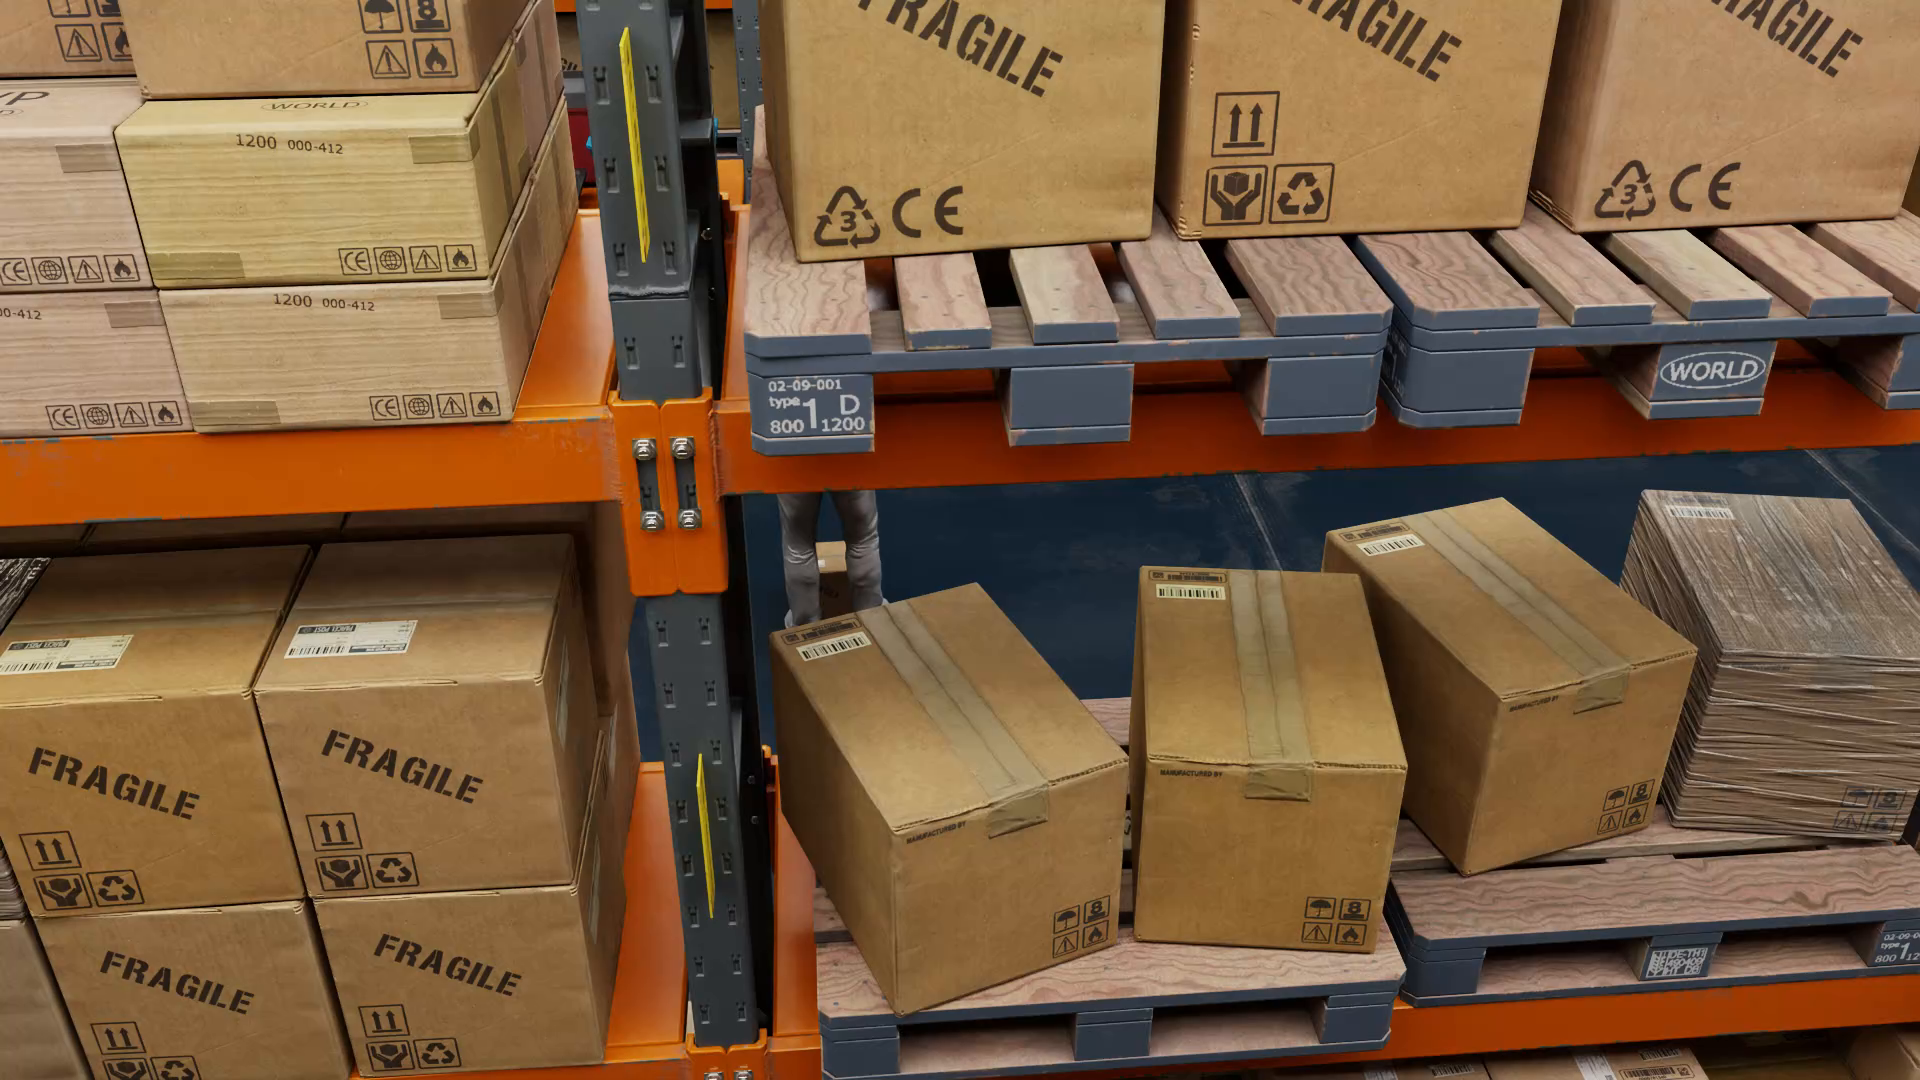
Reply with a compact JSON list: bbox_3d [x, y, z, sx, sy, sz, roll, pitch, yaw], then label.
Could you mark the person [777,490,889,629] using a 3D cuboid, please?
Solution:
[{"bbox_3d":[-0.550,-0.350,6.700,0.627,1.760,0.460,-3,31,-4],"label":"person"}]
